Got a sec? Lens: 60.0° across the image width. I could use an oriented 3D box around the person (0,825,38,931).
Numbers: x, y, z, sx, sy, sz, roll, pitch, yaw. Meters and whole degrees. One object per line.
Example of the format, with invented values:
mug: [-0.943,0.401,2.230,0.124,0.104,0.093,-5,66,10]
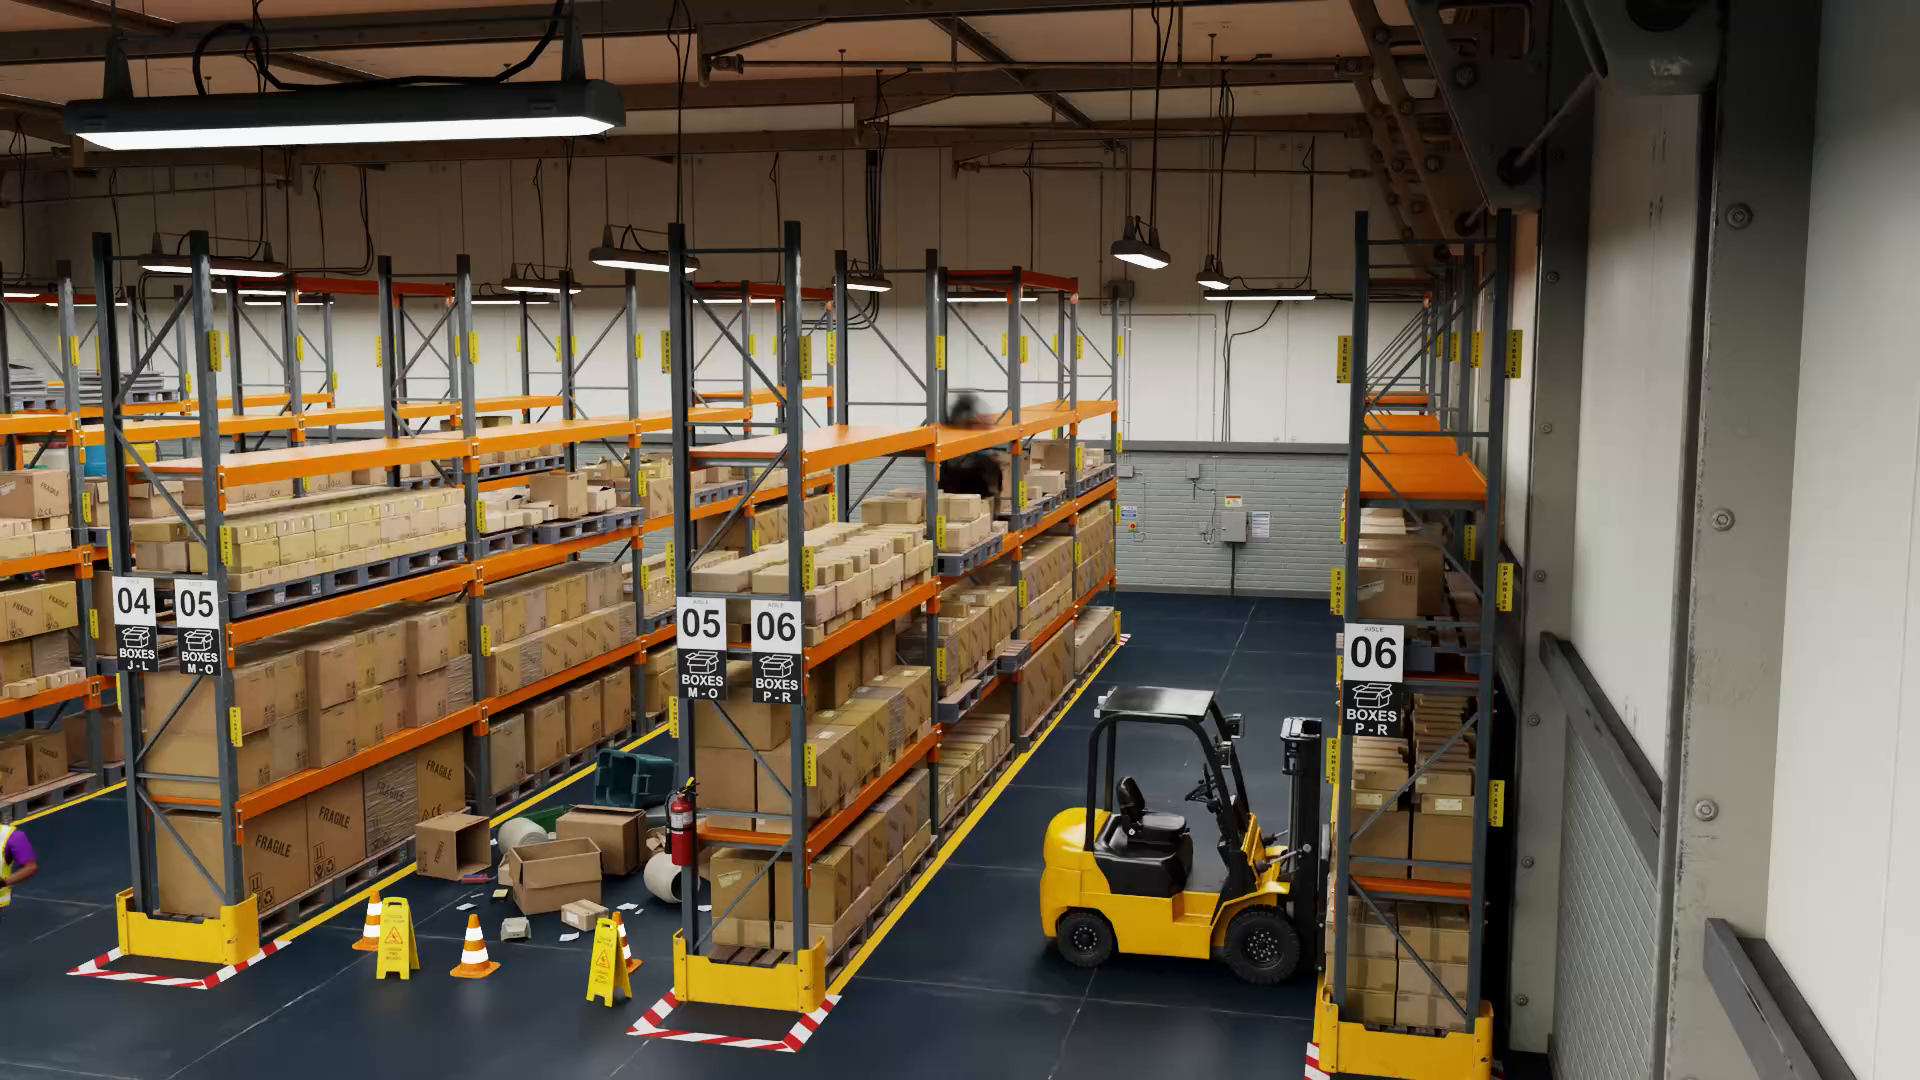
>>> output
person: [-7.451,2.777,12.717,0.741,1.757,0.881,-2,7,-18]
